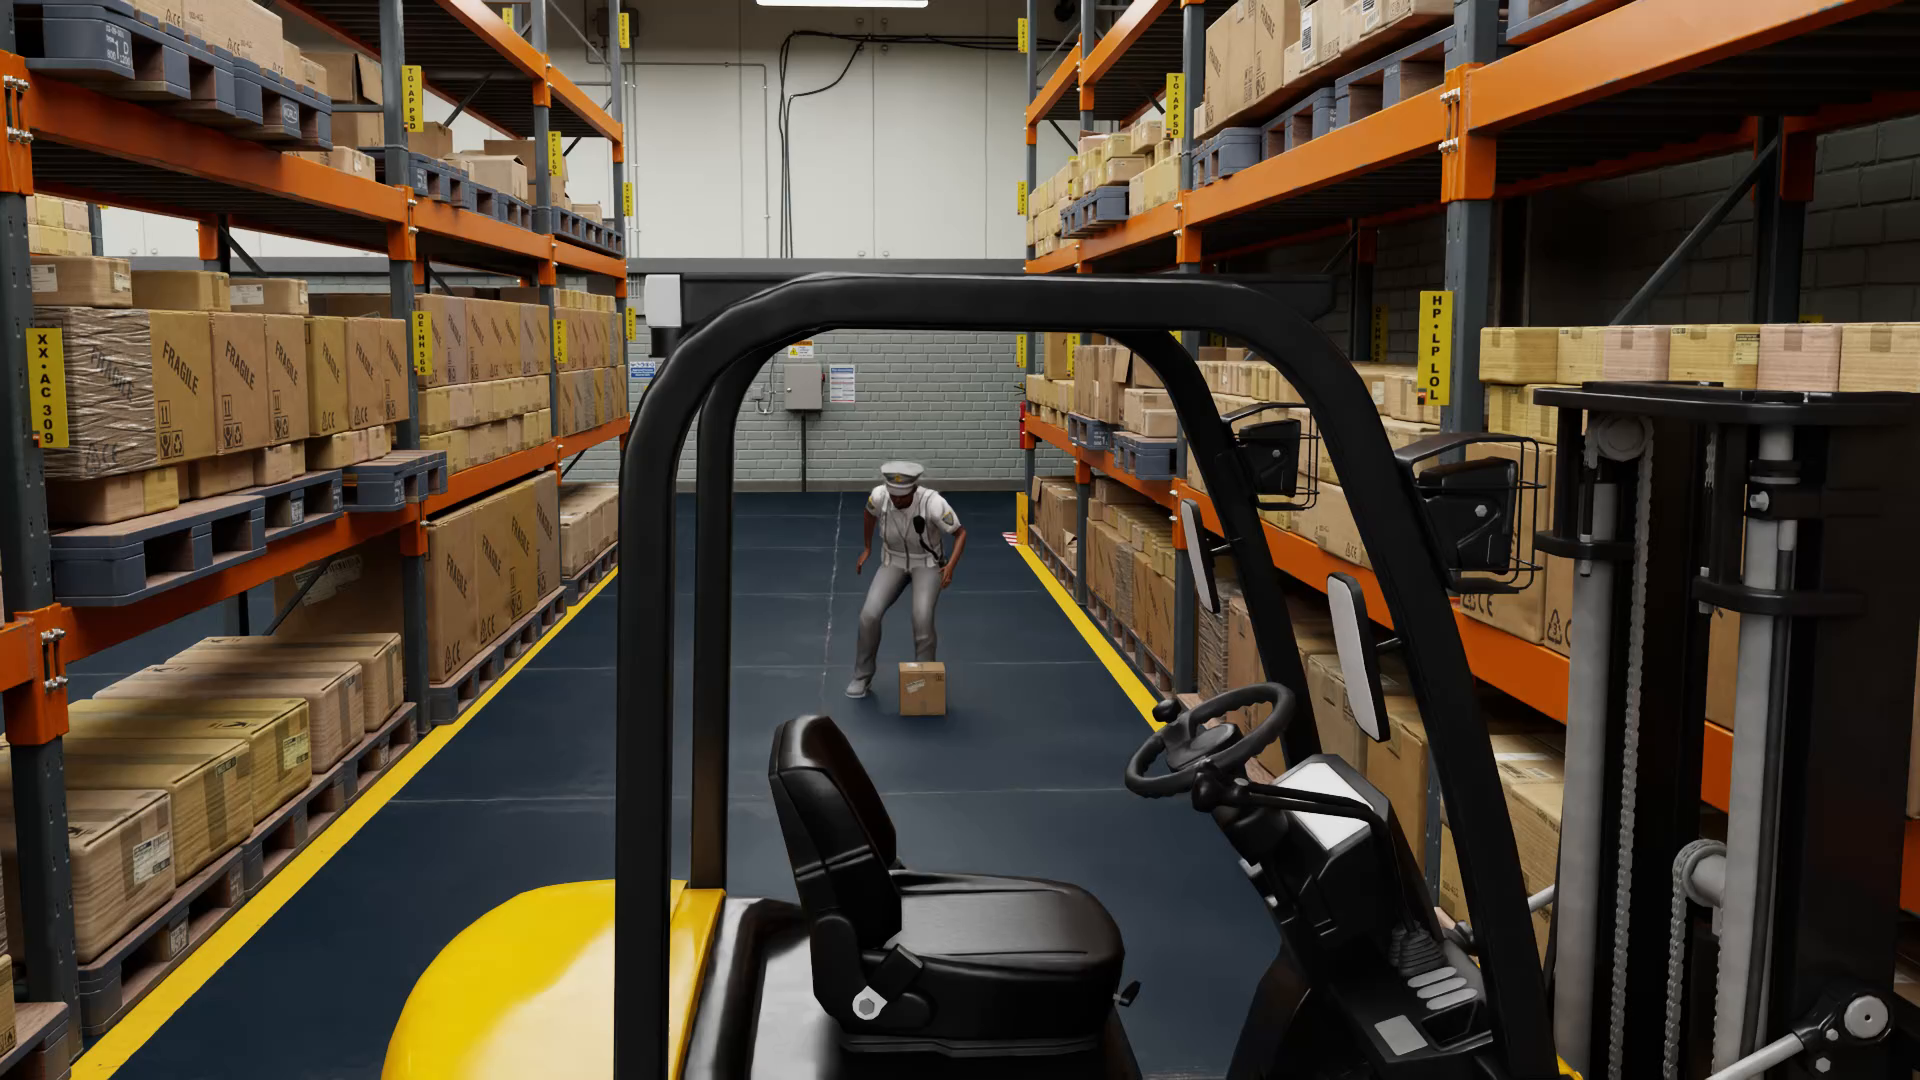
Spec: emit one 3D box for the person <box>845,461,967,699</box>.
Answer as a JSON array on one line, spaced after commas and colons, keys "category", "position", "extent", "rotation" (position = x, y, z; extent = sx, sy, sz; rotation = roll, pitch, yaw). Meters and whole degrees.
[{"category": "person", "position": [-0.318, 0.218, 9.657], "extent": [0.692, 1.382, 0.708], "rotation": [2, 7, 13]}]
